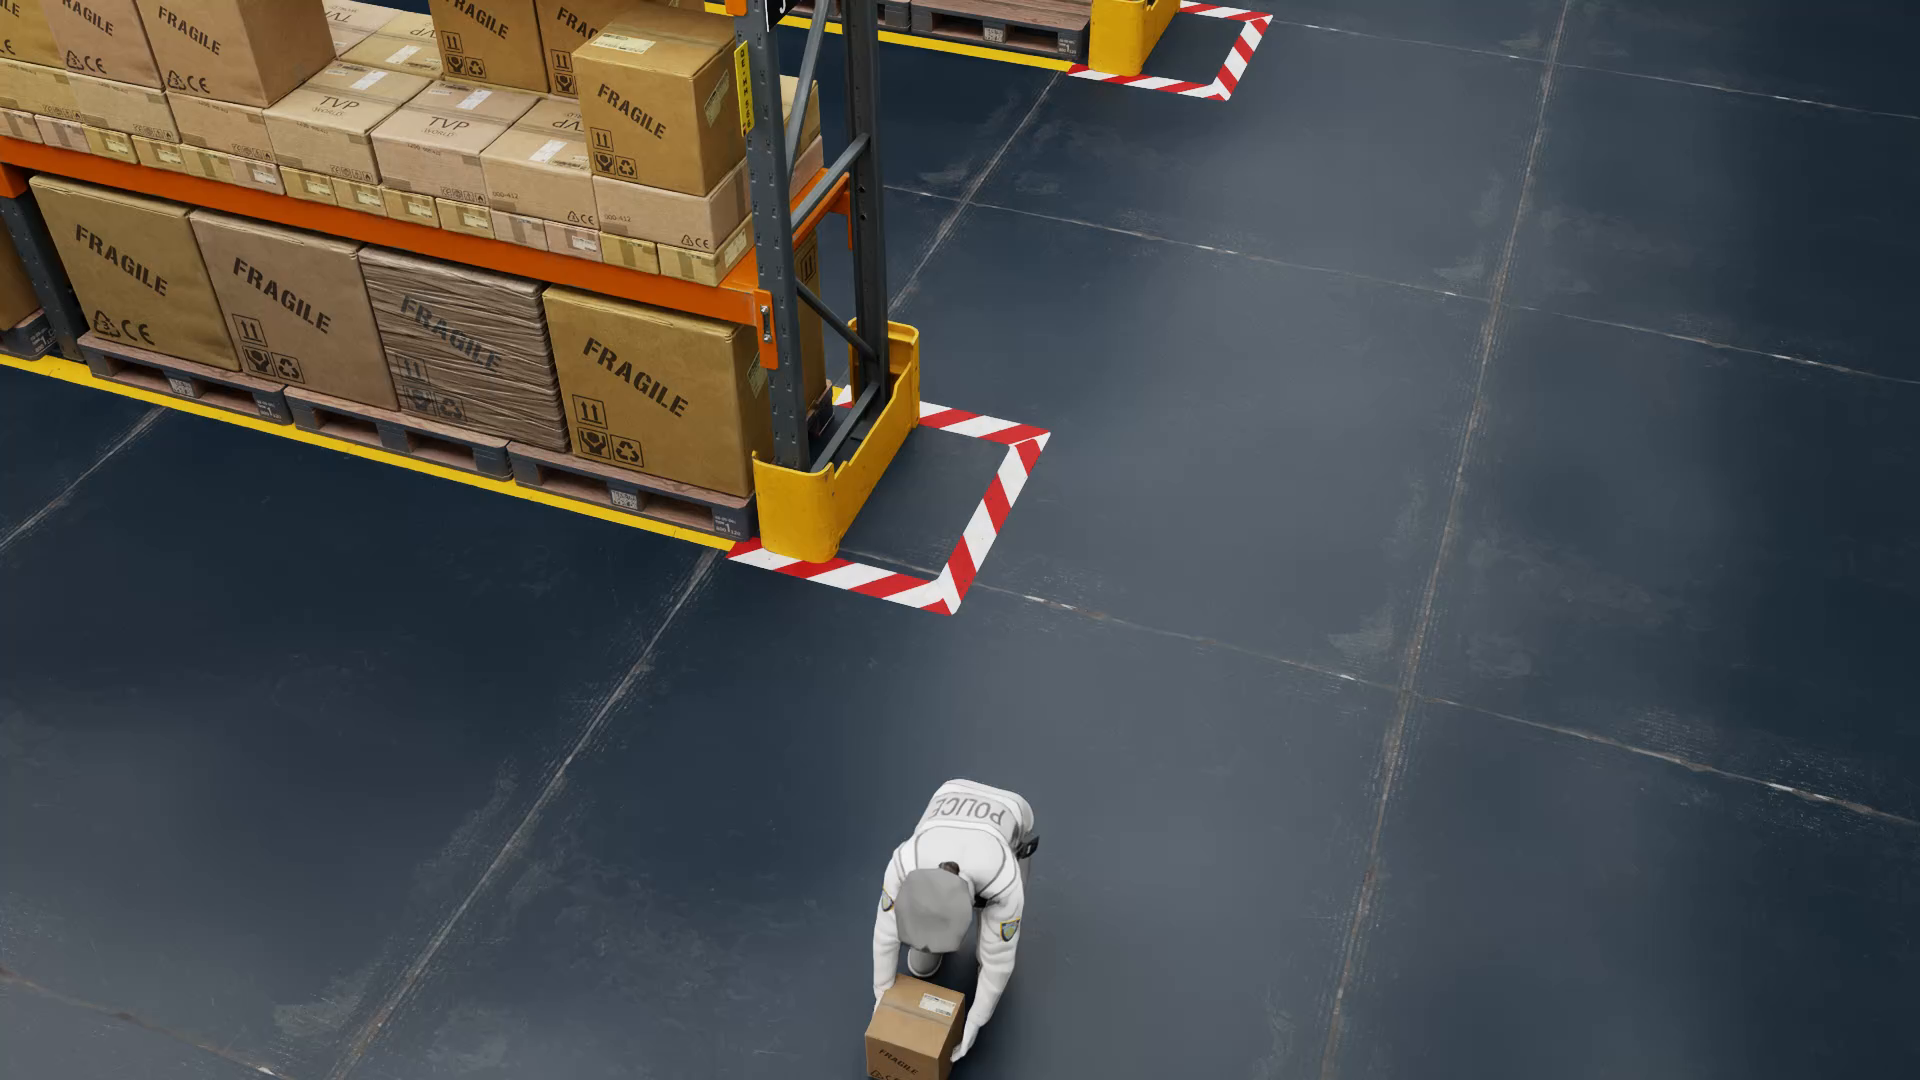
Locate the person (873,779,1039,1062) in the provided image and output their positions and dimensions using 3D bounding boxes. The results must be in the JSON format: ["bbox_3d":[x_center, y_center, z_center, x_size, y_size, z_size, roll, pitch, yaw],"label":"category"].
[{"bbox_3d":[0.000,1.168,5.421,0.478,0.913,0.854,14,44,15],"label":"person"}]
